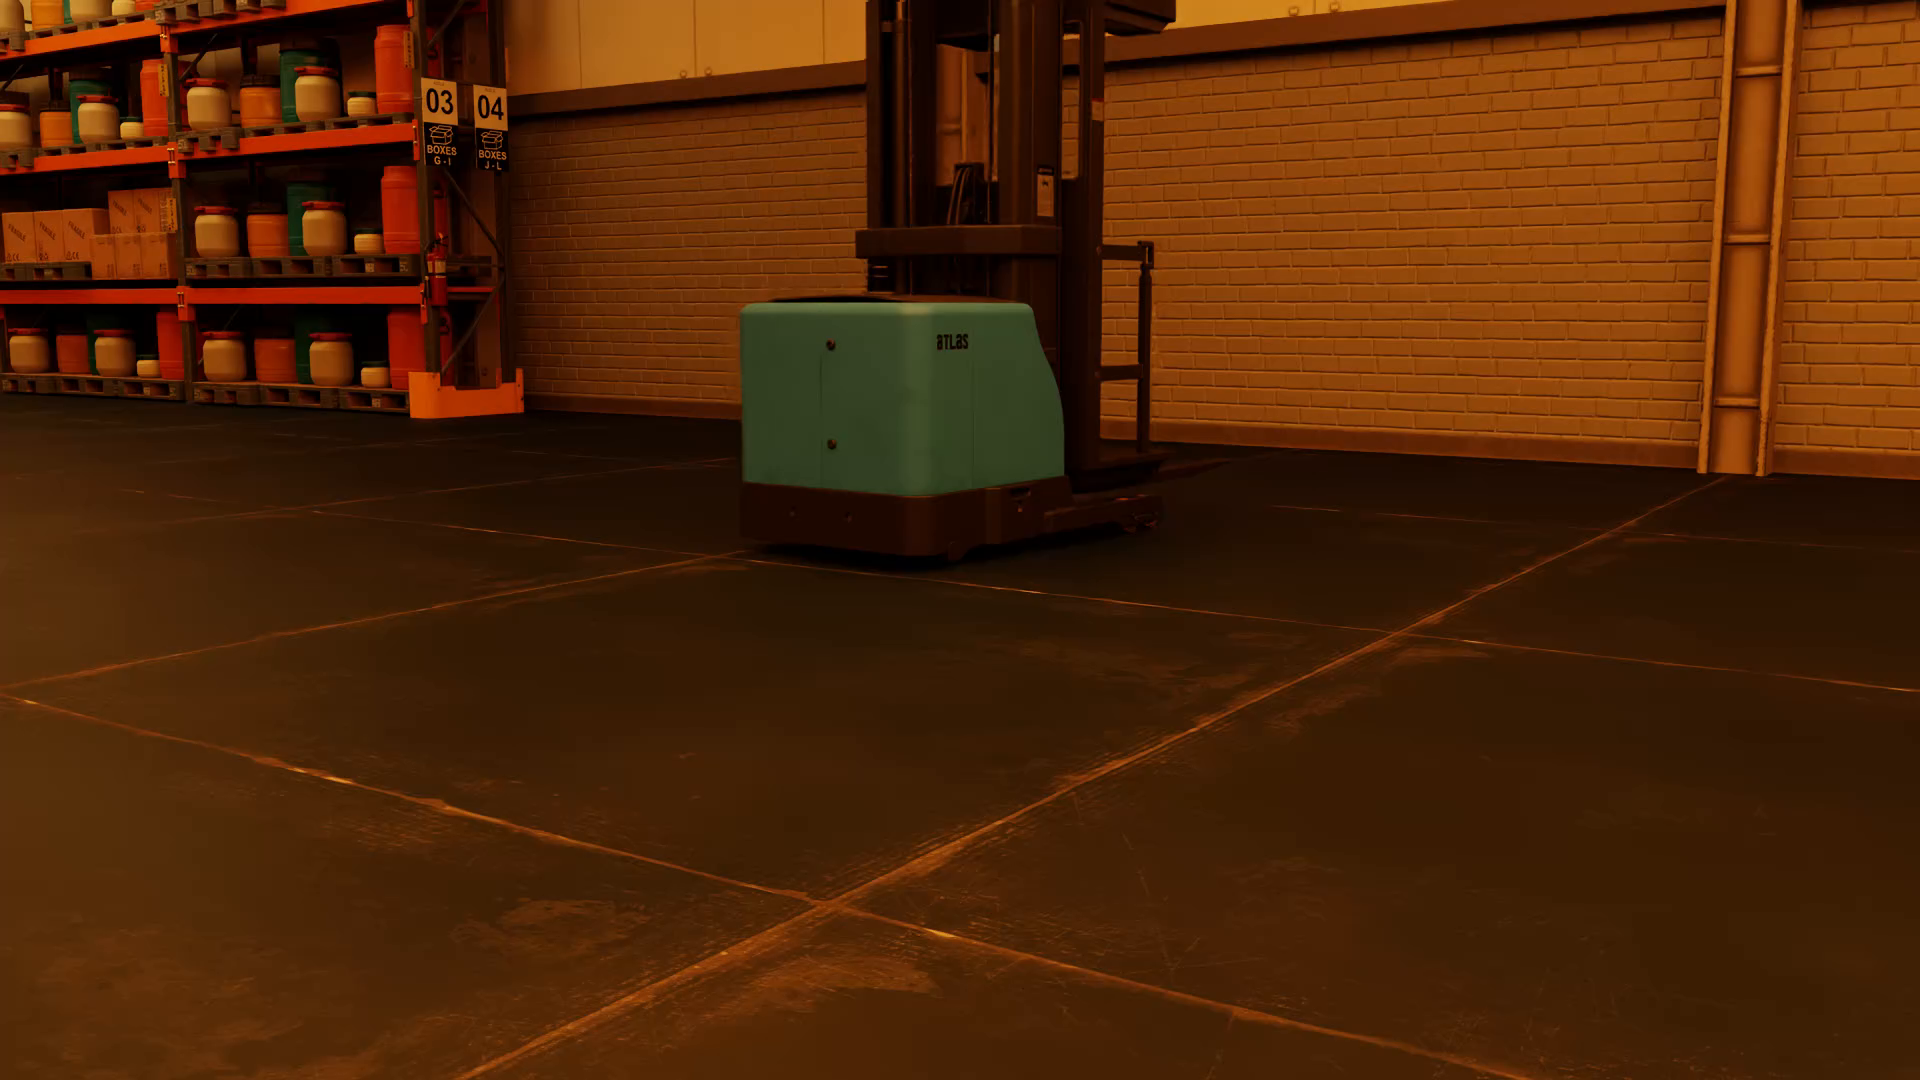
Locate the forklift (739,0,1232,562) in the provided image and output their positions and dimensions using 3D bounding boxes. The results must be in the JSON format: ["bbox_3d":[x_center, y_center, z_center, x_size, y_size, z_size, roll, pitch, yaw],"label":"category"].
[{"bbox_3d":[0.323,-1.524,7.910,1.130,2.935,3.031,6,10,36],"label":"forklift"}]
